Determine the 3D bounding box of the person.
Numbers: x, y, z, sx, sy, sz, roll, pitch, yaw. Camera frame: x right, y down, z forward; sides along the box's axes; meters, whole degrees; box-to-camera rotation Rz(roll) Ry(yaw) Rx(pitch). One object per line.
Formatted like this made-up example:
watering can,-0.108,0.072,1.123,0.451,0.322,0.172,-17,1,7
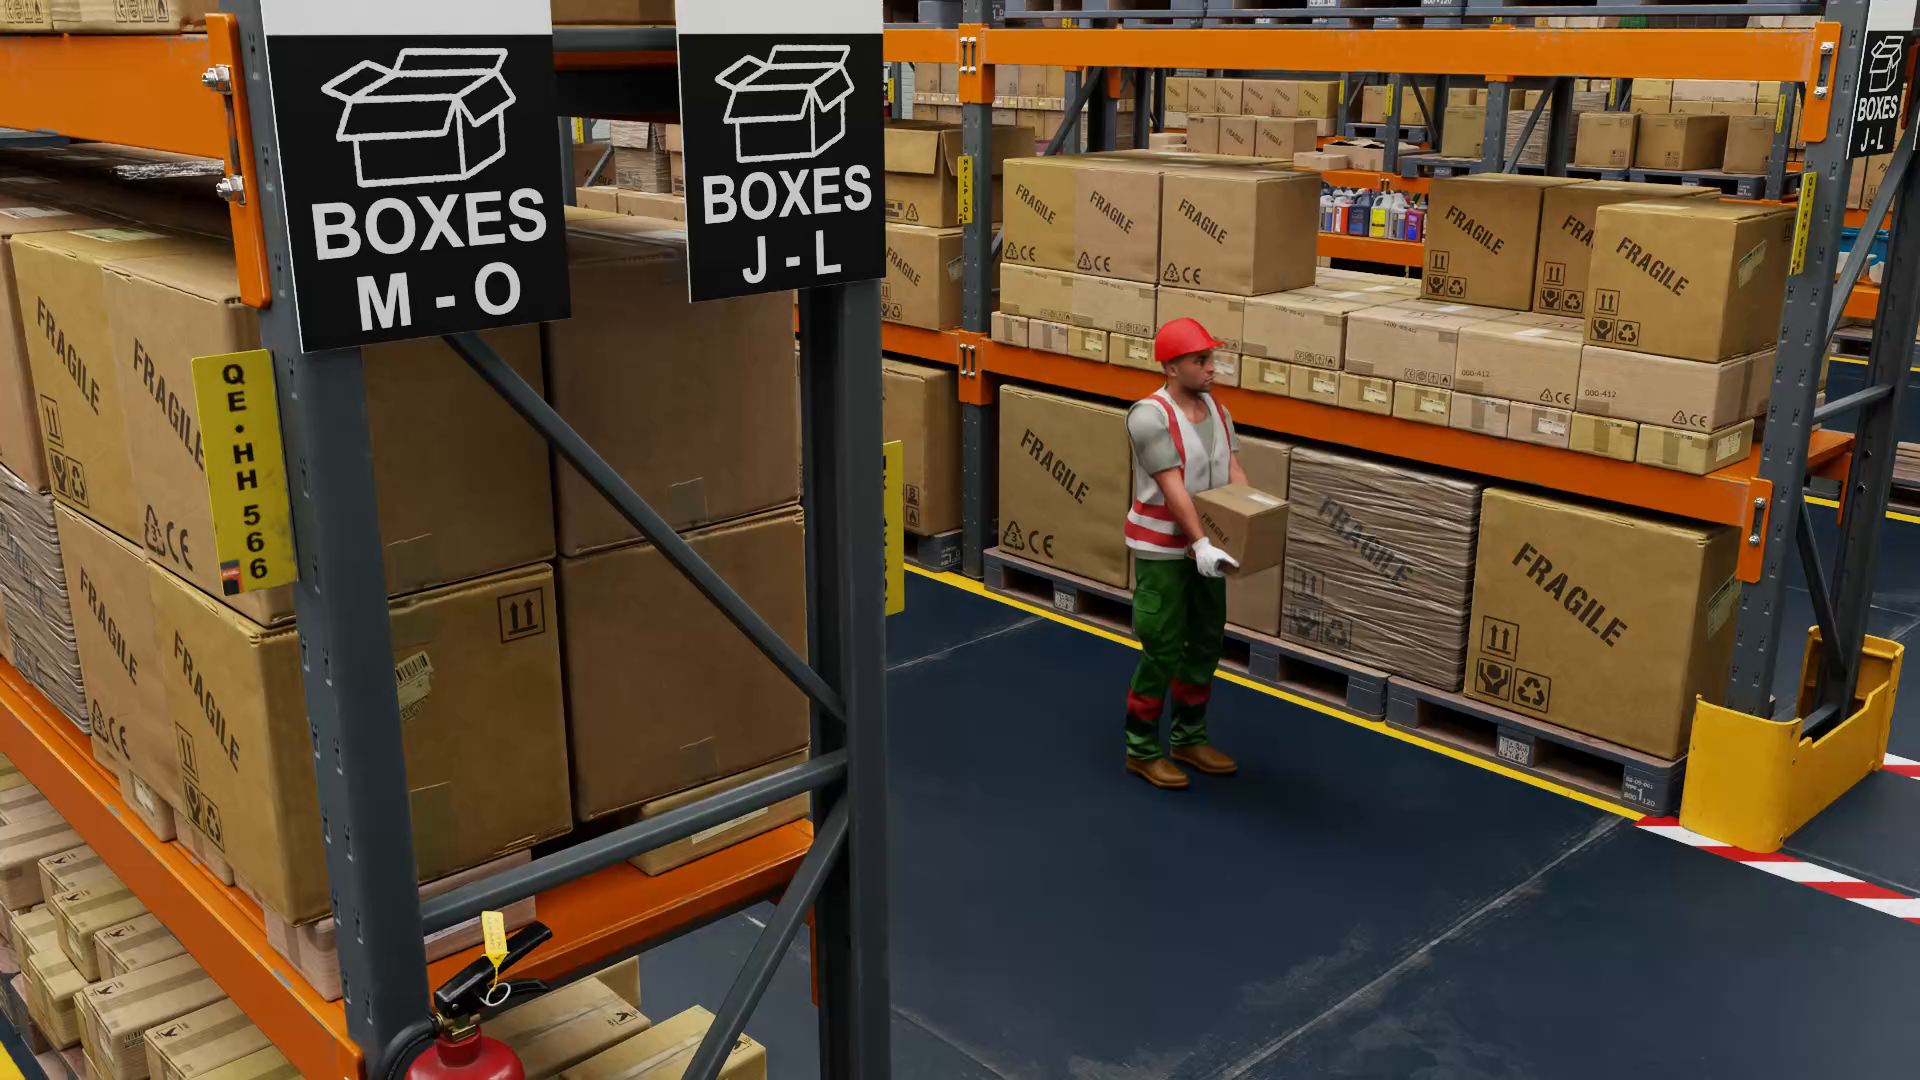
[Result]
person,-0.470,-1.787,12.304,7.108,1.786,11.611,-16,23,-41
